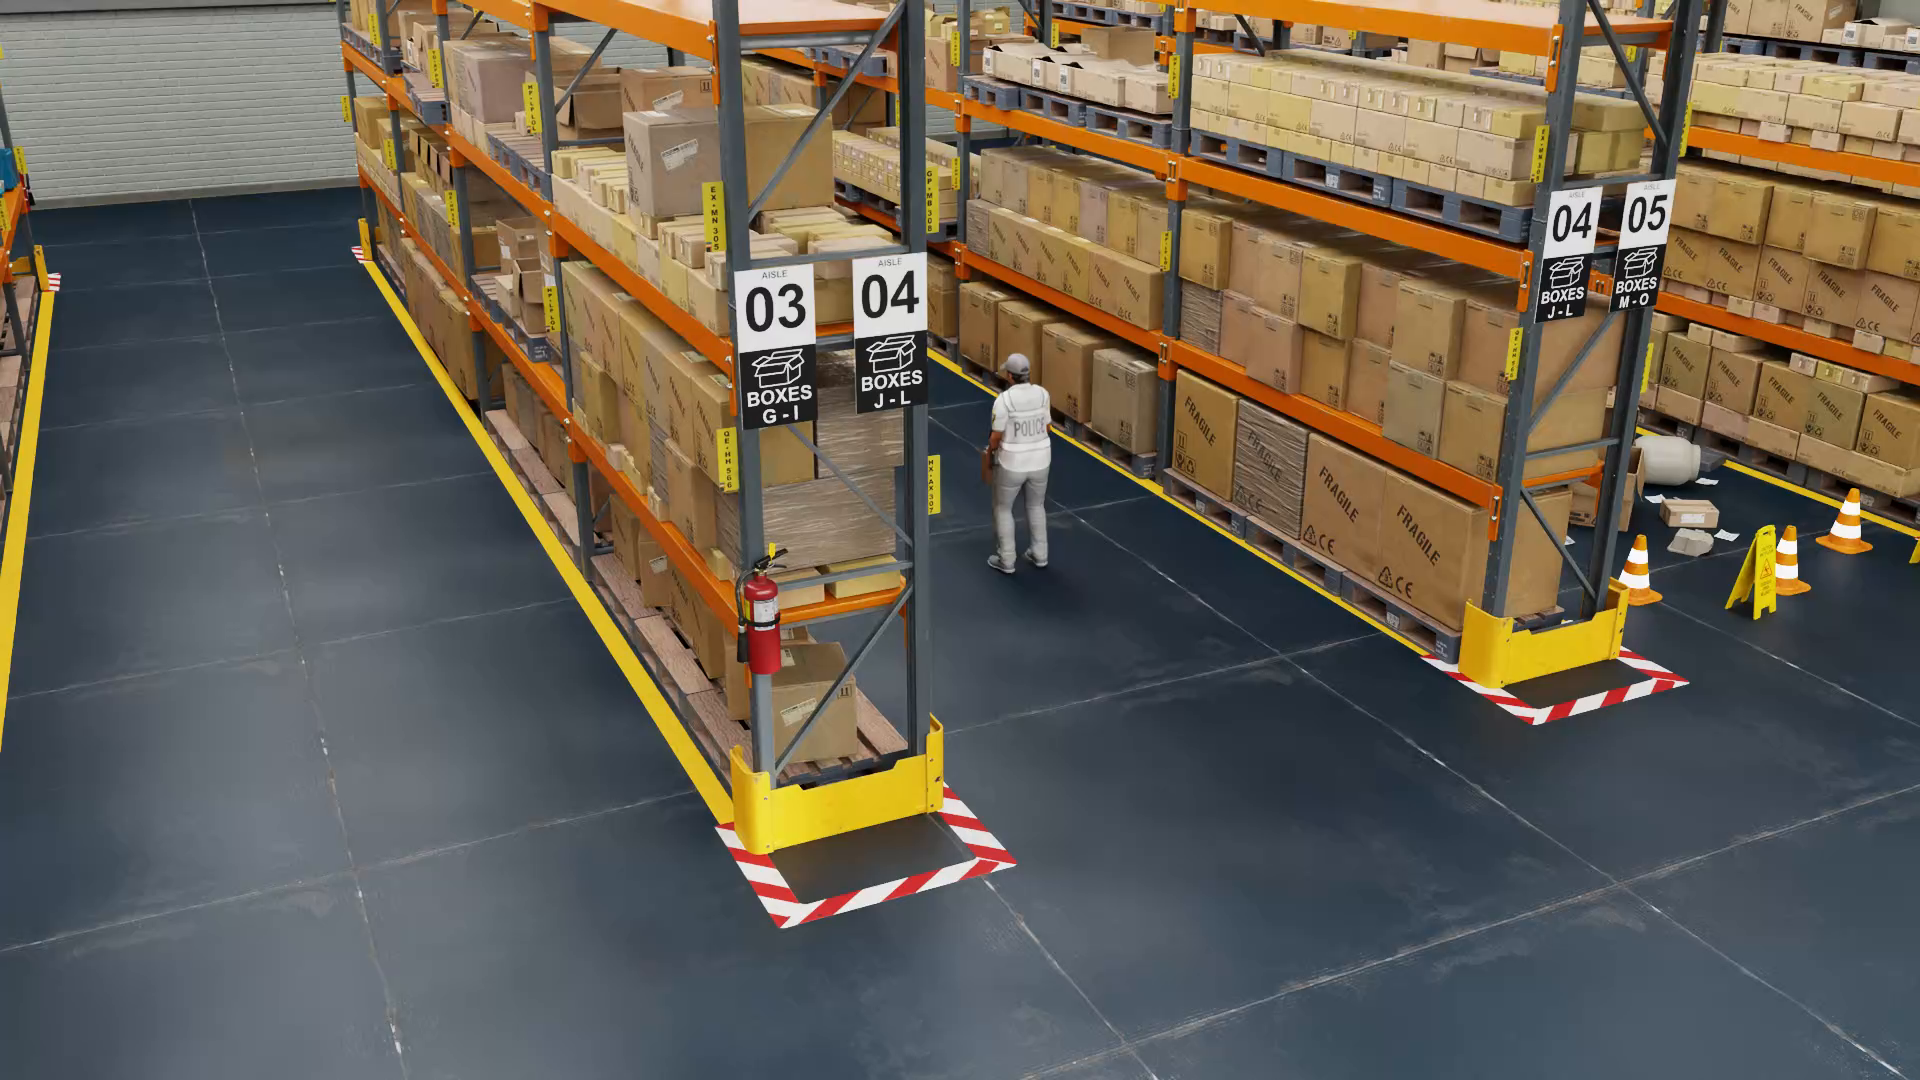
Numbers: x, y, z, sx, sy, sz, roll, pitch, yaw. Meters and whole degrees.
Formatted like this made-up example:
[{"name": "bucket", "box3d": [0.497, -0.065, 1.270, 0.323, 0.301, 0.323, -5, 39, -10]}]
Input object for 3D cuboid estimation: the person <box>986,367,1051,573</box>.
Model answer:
[{"name": "person", "box3d": [0.447, -0.566, 12.382, 0.513, 1.657, 0.426, -11, 25, -25]}]
